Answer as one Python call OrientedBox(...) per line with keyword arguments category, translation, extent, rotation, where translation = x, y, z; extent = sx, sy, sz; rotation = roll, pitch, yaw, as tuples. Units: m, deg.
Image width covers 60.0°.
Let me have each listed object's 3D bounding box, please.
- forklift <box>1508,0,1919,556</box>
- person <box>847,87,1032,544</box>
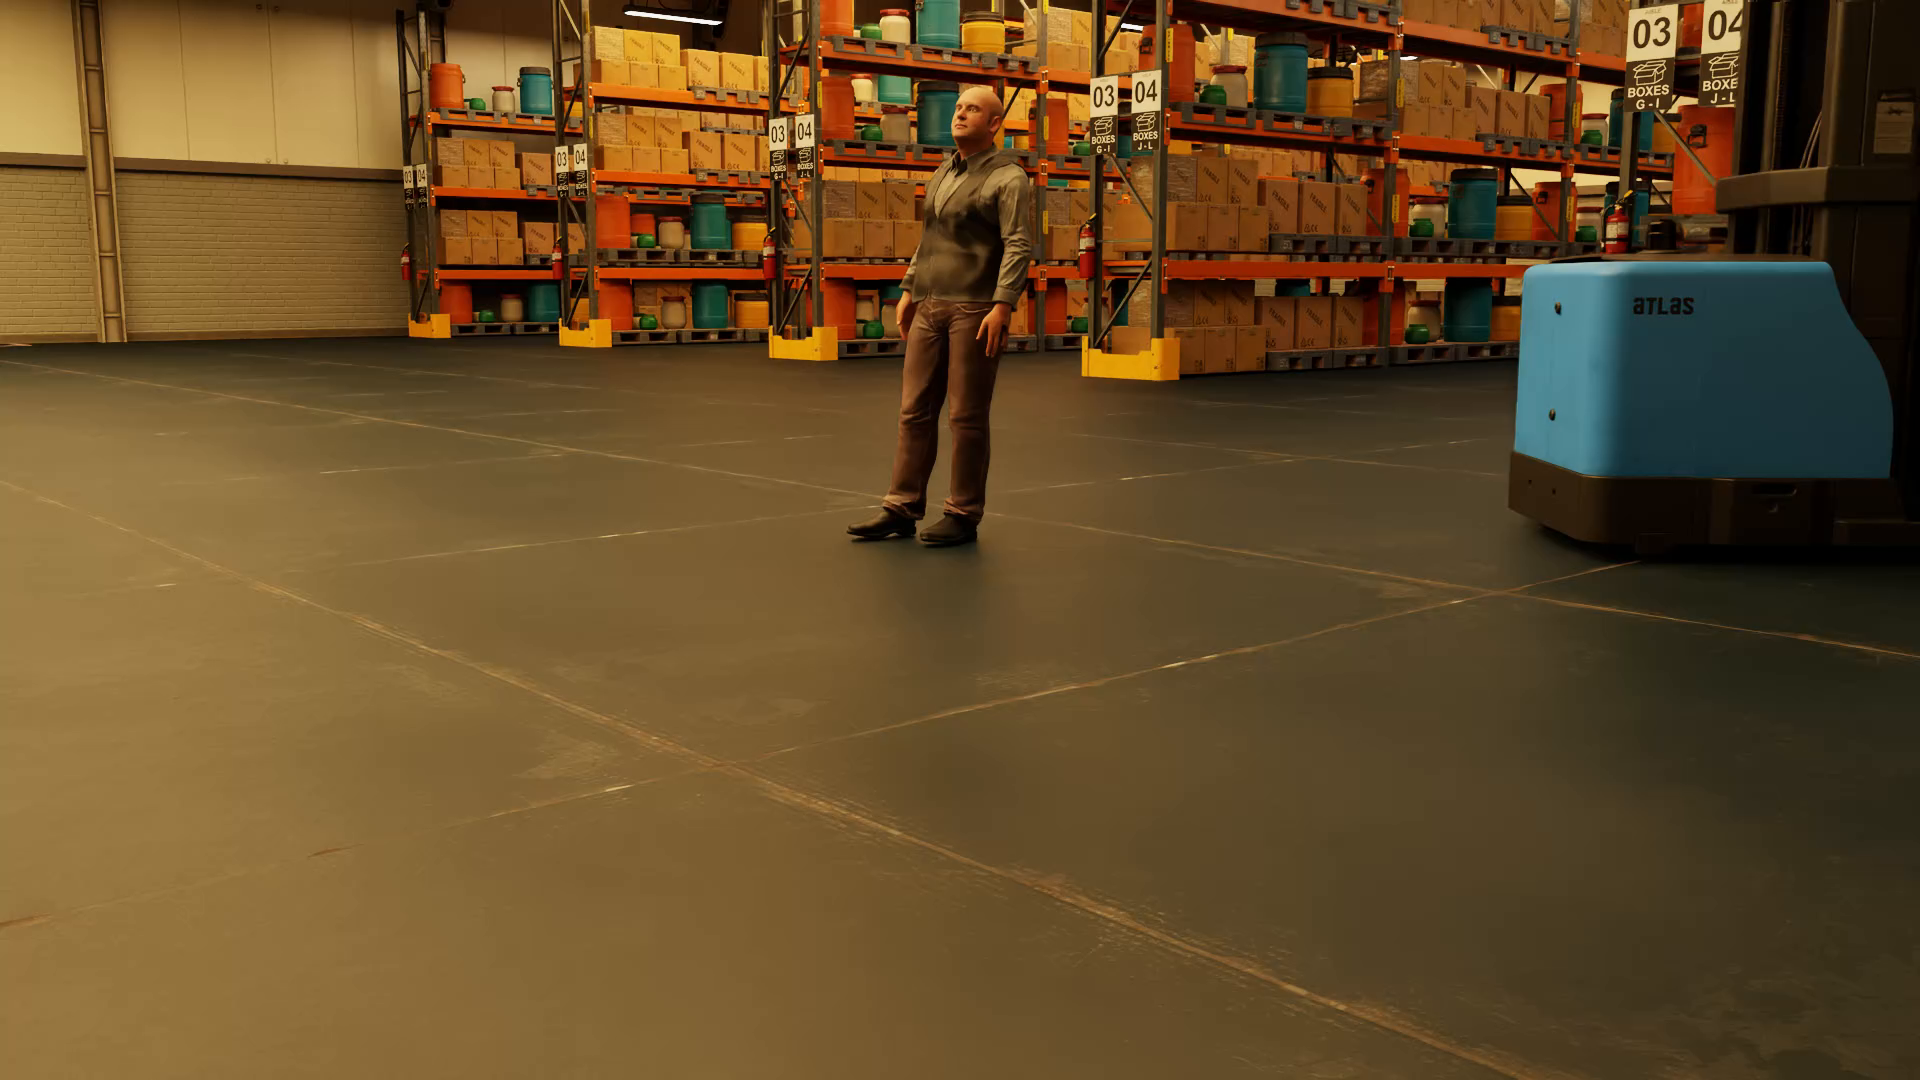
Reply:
OrientedBox(category="forklift", translation=(3.779, -1.435, 6.229), extent=(3.031, 2.935, 1.130), rotation=(0, 9, 2))
OrientedBox(category="person", translation=(-0.052, -0.852, 6.371), extent=(0.566, 1.722, 0.633), rotation=(-8, 12, -40))
